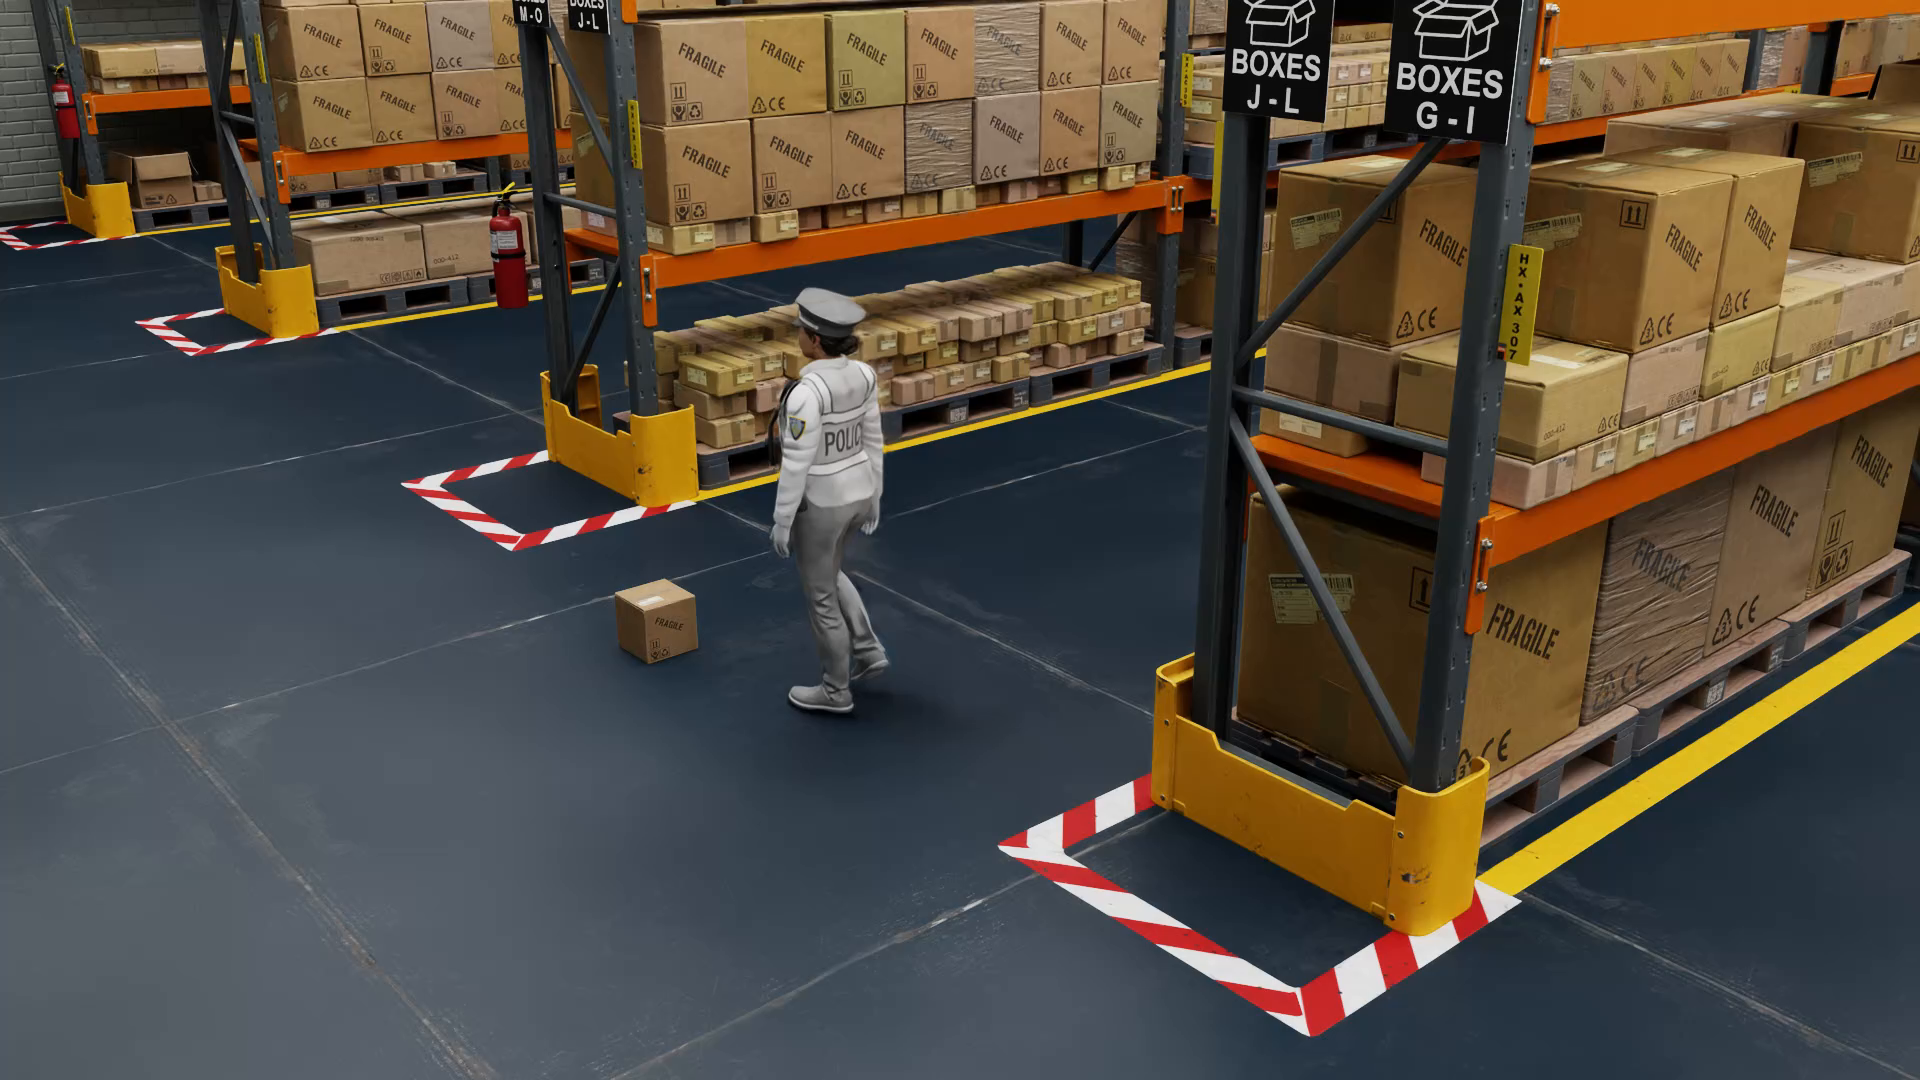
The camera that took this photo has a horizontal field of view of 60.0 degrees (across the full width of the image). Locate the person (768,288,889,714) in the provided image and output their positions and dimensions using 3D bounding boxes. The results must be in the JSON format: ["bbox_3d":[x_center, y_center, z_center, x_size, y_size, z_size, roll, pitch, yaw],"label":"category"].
[{"bbox_3d":[-0.528,-0.128,6.358,0.407,1.684,0.503,13,25,30],"label":"person"}]
